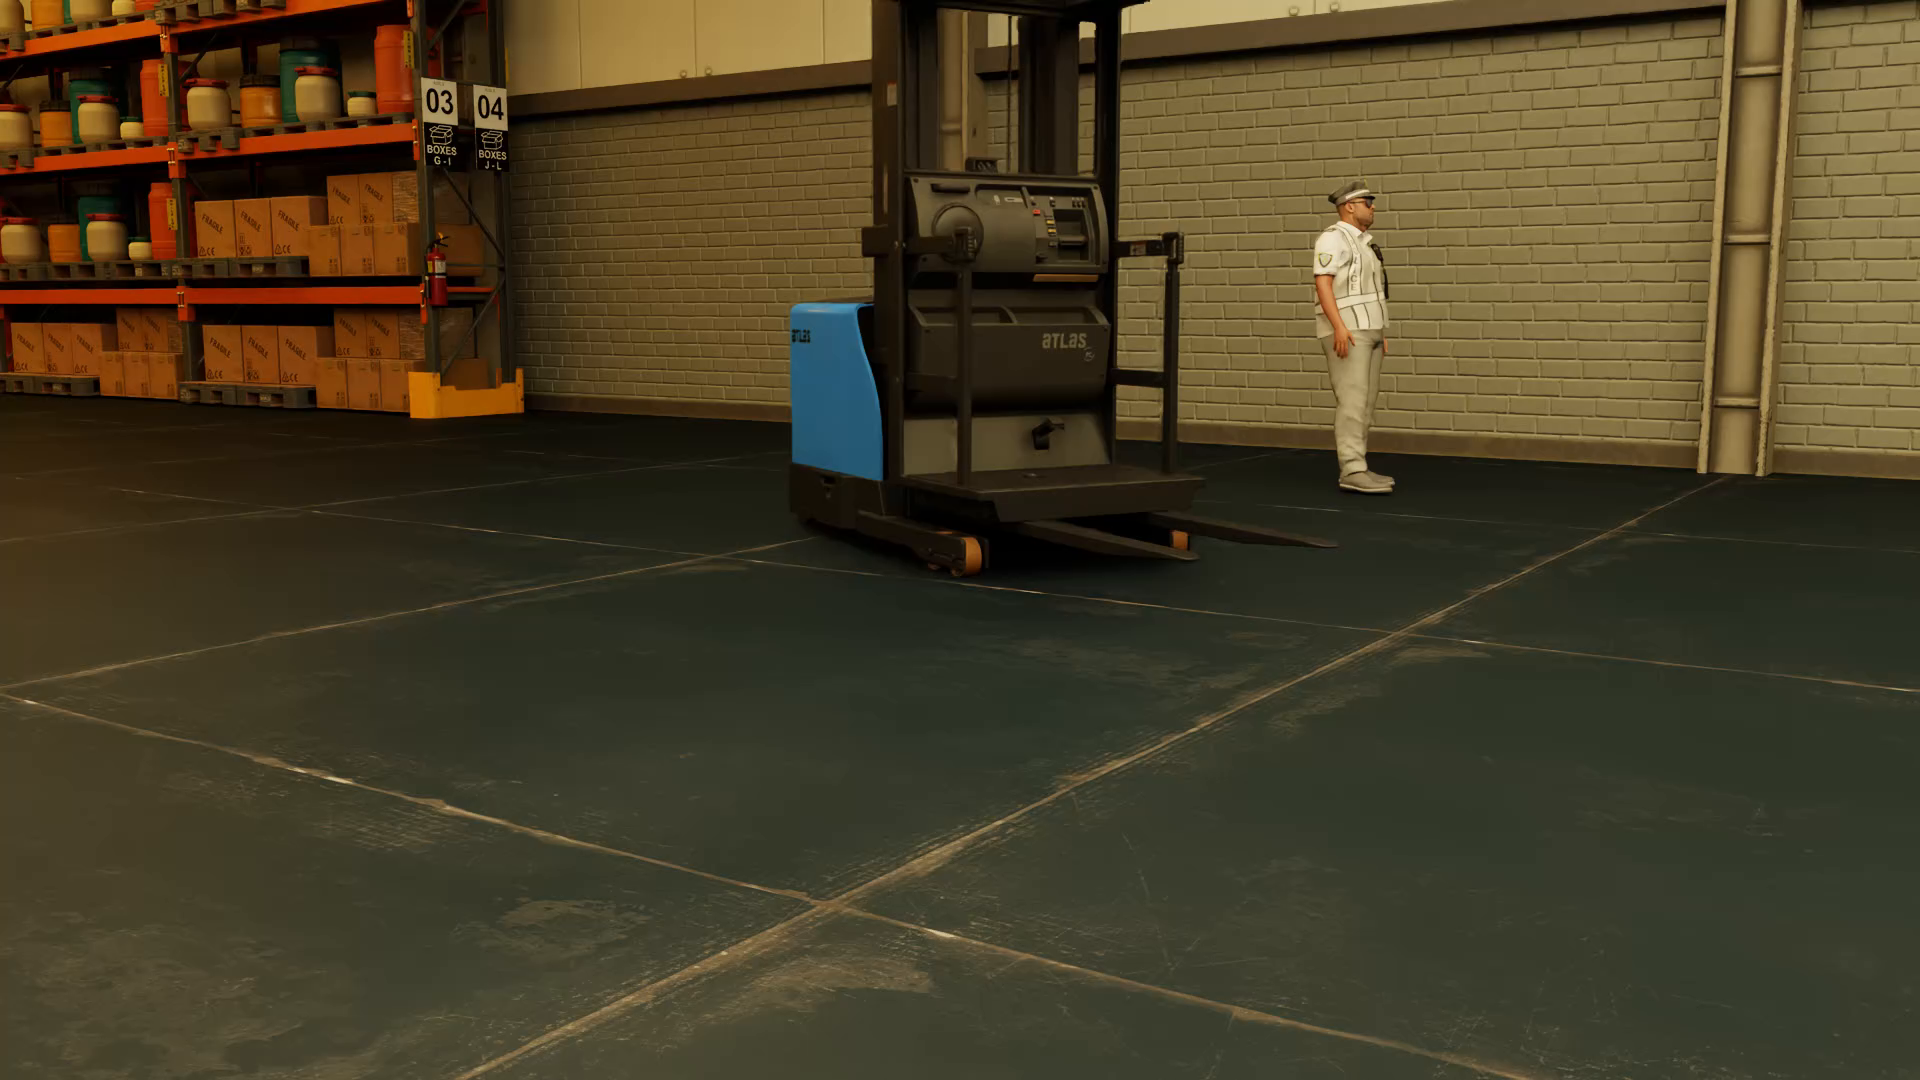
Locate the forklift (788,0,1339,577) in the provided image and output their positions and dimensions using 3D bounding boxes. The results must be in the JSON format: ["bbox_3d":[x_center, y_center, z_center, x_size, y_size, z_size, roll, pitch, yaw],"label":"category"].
[{"bbox_3d":[0.320,-1.375,6.861,1.130,2.935,3.031,-4,9,-28],"label":"forklift"}]

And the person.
[{"bbox_3d":[2.349,-1.192,9.605,0.576,1.781,0.638,6,10,36],"label":"person"}]
